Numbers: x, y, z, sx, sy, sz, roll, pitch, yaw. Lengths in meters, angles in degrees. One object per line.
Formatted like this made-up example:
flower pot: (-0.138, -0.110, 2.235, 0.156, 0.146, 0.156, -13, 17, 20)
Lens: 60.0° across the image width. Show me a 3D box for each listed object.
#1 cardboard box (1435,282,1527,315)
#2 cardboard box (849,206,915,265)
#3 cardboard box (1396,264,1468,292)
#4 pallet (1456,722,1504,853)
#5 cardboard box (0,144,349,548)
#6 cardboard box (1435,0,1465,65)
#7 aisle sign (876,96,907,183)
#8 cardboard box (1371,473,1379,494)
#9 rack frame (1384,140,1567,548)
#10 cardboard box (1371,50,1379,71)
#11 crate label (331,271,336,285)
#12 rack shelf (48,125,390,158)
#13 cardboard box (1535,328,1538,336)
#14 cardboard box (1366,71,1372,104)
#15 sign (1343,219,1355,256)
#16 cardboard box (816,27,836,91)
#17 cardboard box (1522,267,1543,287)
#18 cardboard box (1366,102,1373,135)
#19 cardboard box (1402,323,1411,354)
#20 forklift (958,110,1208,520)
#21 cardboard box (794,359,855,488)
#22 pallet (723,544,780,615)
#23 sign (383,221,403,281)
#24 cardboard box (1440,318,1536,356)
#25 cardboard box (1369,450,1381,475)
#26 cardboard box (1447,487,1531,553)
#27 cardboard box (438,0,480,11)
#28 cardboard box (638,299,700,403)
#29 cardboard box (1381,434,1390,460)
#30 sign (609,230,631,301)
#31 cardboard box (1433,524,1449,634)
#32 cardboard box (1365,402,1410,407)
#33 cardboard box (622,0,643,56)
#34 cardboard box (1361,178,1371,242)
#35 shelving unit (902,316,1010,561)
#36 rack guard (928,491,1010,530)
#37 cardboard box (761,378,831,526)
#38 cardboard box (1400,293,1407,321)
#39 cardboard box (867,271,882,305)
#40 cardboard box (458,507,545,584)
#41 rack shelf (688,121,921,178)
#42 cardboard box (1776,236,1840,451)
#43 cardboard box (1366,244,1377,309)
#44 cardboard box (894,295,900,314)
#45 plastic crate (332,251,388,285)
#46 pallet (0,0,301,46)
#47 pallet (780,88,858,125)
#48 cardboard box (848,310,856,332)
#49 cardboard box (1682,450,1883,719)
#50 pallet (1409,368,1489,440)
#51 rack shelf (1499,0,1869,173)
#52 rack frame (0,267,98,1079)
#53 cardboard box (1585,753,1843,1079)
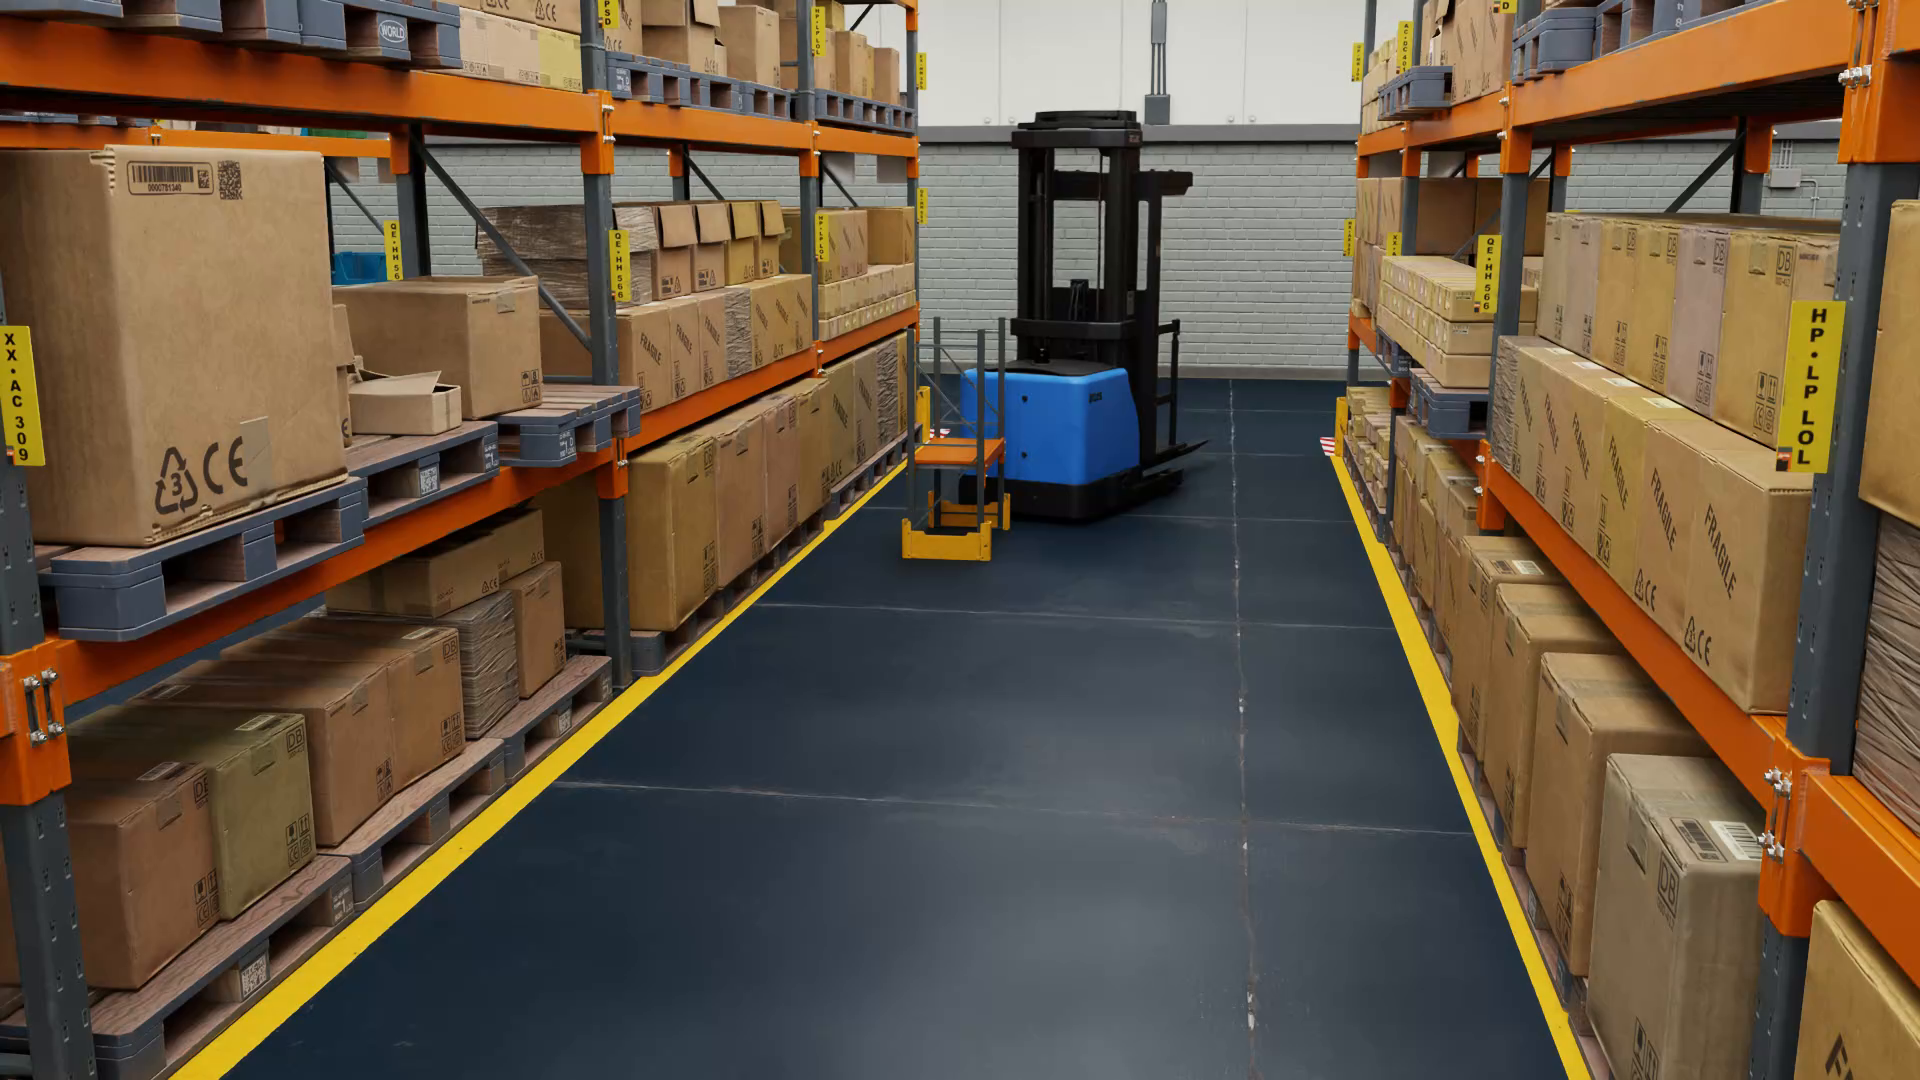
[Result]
cardboard box: (2.431, -1.121, 7.762, 0.380, 0.149, 0.250, 2, 12, 8)
cardboard box: (-0.702, -2.754, 15.024, 0.500, 0.500, 0.500, 2, 12, 9)
cardboard box: (2.710, -1.501, 9.524, 0.380, 0.149, 0.250, 2, 12, 8)
pallet: (2.572, 0.946, 6.602, 1.003, 0.211, 1.213, 2, 12, 9)
cardboard box: (-2.472, -0.587, 4.676, 1.000, 1.000, 1.000, 2, 12, 9)
cardboard box: (3.016, -2.816, 9.078, 0.797, 0.503, 0.637, 2, 12, 8)
aisle sign: (-0.580, -3.702, 15.379, 0.394, 0.787, 0.004, 2, 12, 9)
cardboard box: (3.206, -0.424, 12.111, 0.380, 0.149, 0.250, 1, 12, 7)
rack frame: (3.383, -1.411, 10.922, 1.000, 3.000, 0.127, 2, 12, 9)
cardboard box: (3.515, -3.859, 13.382, 0.380, 0.149, 0.250, 2, 12, 9)
crate label: (-6.144, -2.493, 16.196, 0.416, 0.233, 0.303, 2, 12, 9)
rack shelf: (-6.089, -3.284, 14.201, 1.077, 0.370, 4.000, 2, 12, 9)
cardboard box: (3.280, -1.078, 8.974, 0.380, 0.149, 0.250, 1, 12, 7)
cardboard box: (3.595, -3.690, 13.543, 0.500, 0.250, 0.500, 2, 12, 8)
sign: (3.462, -2.685, 14.776, 0.100, 0.325, 0.005, 2, 12, 9)
cardboard box: (-1.354, -3.639, 12.667, 0.700, 0.500, 0.500, 3, 12, 12)
cardboard box: (3.313, -1.423, 9.165, 0.380, 0.149, 0.250, 1, 12, 6)
cardboard box: (3.591, -3.442, 13.582, 0.500, 0.250, 0.500, 2, 12, 10)
cardboard box: (2.631, -1.102, 9.088, 0.380, 0.149, 0.250, 1, 12, 6)
forklift: (1.139, -1.841, 13.078, 1.130, 2.935, 3.031, 7, 14, 28)
cardboard box: (-1.322, -0.894, 12.570, 0.875, 0.875, 0.875, 2, 12, 9)
pallet: (-1.732, 0.188, 10.120, 1.003, 0.211, 1.213, 2, 12, 9)
sign: (-2.666, -1.344, 7.860, 0.100, 0.325, 0.005, 2, 12, 9)
cardboard box: (2.394, -0.924, 7.554, 0.380, 0.149, 0.250, 2, 12, 10)
cardboard box: (3.171, -0.557, 12.023, 0.380, 0.149, 0.250, 1, 12, 7)
cardboard box: (2.614, -0.079, 7.898, 0.500, 0.250, 0.500, 2, 12, 7)
cardboard box: (-2.103, -2.203, 6.051, 0.500, 0.500, 0.500, 2, 12, 10)
cardboard box: (-1.697, -1.009, 8.818, 0.500, 0.500, 0.500, 2, 12, 7)
cardboard box: (3.181, -0.651, 11.751, 0.380, 0.149, 0.250, 2, 12, 9)
sign: (-1.580, -1.272, 7.715, 0.100, 0.325, 0.005, 2, 12, 9)
cardboard box: (2.694, 0.185, 8.453, 0.500, 0.500, 0.500, 2, 12, 11)
cardboard box: (3.485, -1.027, 13.497, 0.380, 0.149, 0.250, 2, 12, 11)
cardboard box: (-2.049, -2.793, 8.977, 0.500, 0.500, 0.500, 3, 12, 12)
cardboard box: (3.494, -2.629, 13.257, 0.500, 0.500, 0.500, 2, 12, 7)
shelving unit: (-0.012, -0.717, 11.262, 0.587, 1.500, 1.083, 2, 12, 9)
rack guard: (0.065, -0.210, 11.874, 0.587, 0.250, 0.087, 2, 12, 9)
cardboard box: (-1.581, -0.626, 11.323, 1.225, 0.875, 0.875, 2, 12, 9)
cardboard box: (2.671, -1.299, 9.293, 0.380, 0.149, 0.250, 2, 12, 8)
cardboard box: (-0.932, -2.068, 13.620, 0.500, 0.250, 0.500, 2, 12, 9)
cardboard box: (-2.191, 0.020, 7.388, 0.500, 0.250, 0.500, 2, 12, 11)
rack shelf: (-1.195, -3.124, 13.457, 1.077, 0.370, 4.000, 2, 12, 9)
cardboard box: (2.223, -0.387, 3.559, 0.700, 0.500, 0.500, 2, 12, 8)
cardboard box: (3.439, -2.034, 12.866, 0.500, 0.500, 0.500, 2, 12, 7)
cardboard box: (-0.734, -2.059, 14.526, 0.380, 0.149, 0.250, 2, 12, 10)
plastic crate: (-5.648, -2.557, 16.012, 0.616, 0.435, 0.499, 2, 12, 9)
pallet: (-2.532, -1.427, 4.322, 1.213, 0.211, 1.003, 2, 12, 9)
pallet: (-1.366, -3.186, 12.247, 1.003, 0.211, 1.213, 2, 12, 9)
cardboard box: (-1.009, -1.685, 12.790, 0.380, 0.149, 0.250, 2, 12, 7)
cardboard box: (1.969, 0.088, 3.728, 0.500, 0.500, 0.500, 2, 12, 8)
pallet: (2.772, -0.637, 7.783, 1.213, 0.211, 1.003, 2, 12, 9)
rack shelf: (2.460, -1.277, 4.886, 1.077, 0.370, 4.000, 2, 12, 9)
rack frame: (-2.729, 0.072, 4.037, 0.949, 2.616, 0.053, 2, 12, 9)
cardboard box: (2.159, 1.016, 4.000, 1.050, 0.750, 0.750, 2, 12, 8)
